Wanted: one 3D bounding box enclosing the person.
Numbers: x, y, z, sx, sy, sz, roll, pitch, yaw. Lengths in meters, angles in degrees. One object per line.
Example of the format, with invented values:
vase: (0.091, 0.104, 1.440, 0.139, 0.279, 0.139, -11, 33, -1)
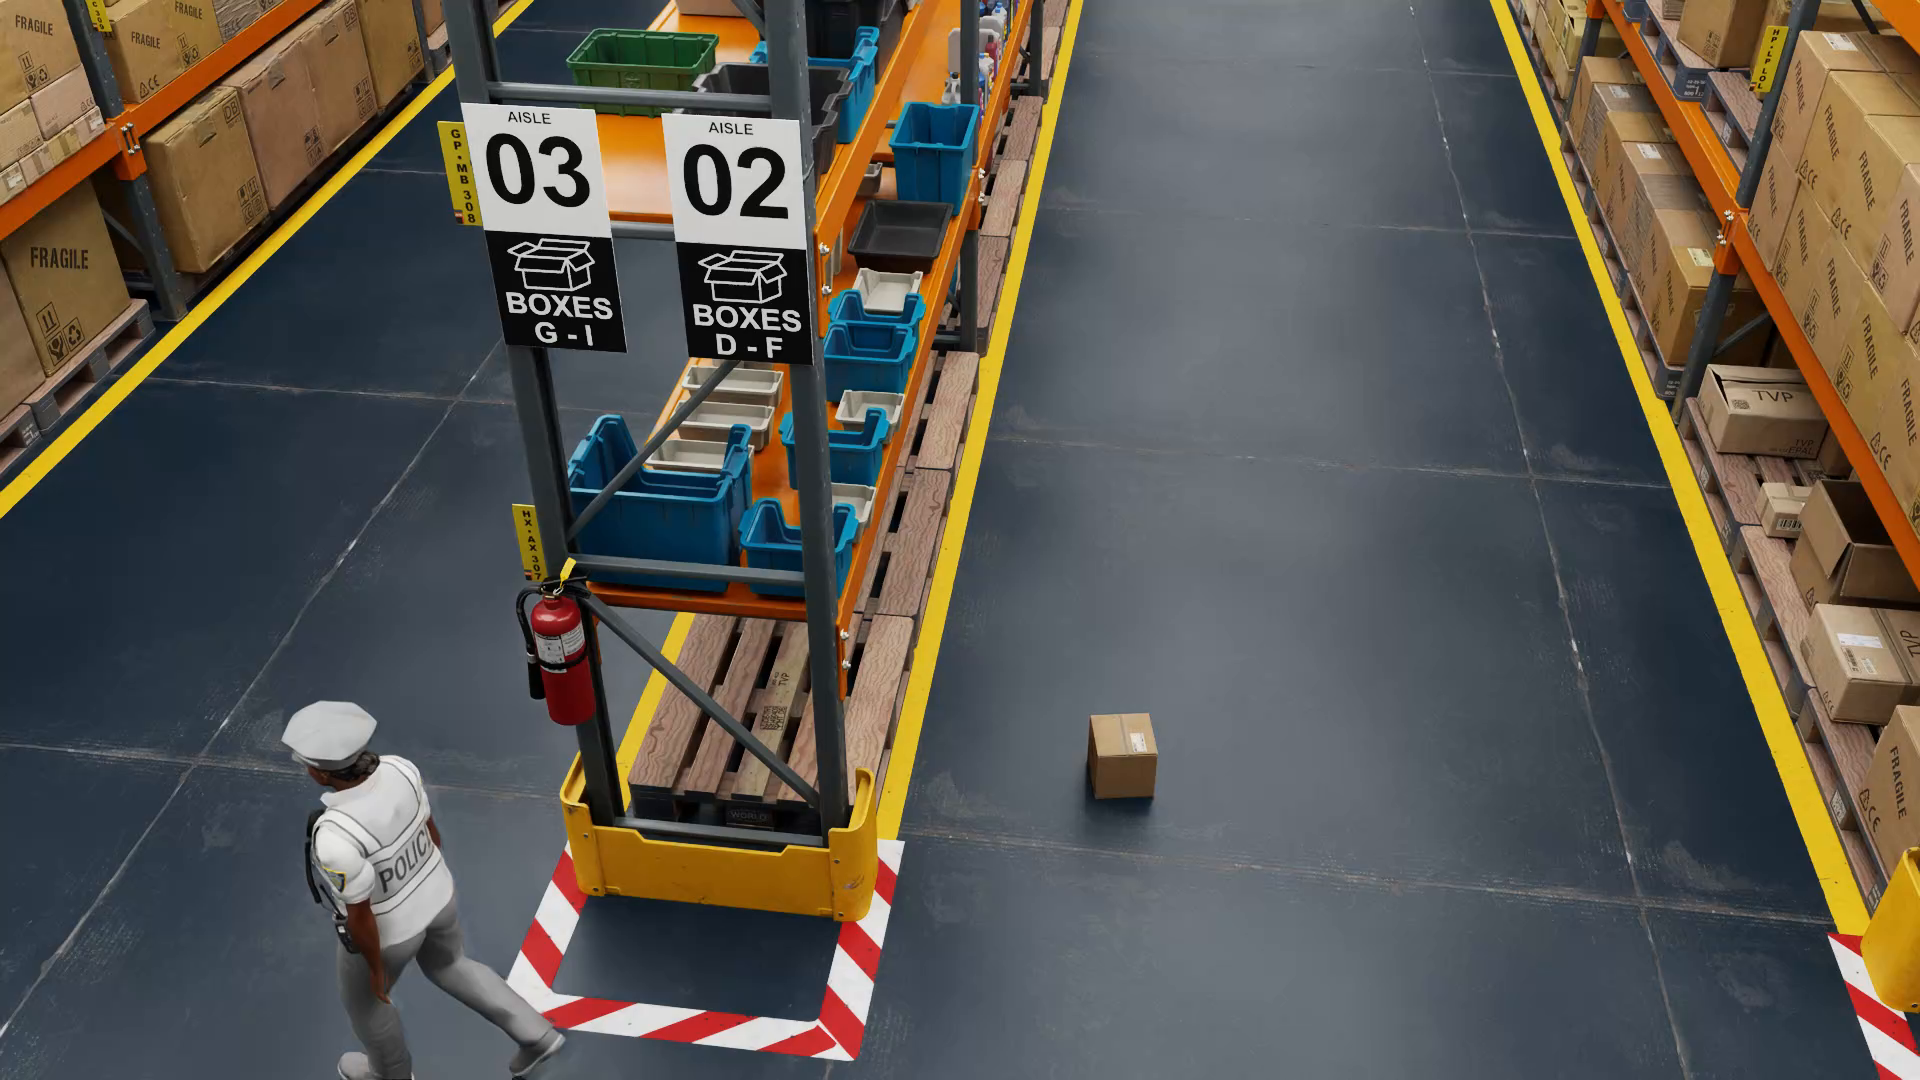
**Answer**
person: (-1.759, 1.220, 5.367, 0.809, 1.632, 0.464, 14, 39, 19)
